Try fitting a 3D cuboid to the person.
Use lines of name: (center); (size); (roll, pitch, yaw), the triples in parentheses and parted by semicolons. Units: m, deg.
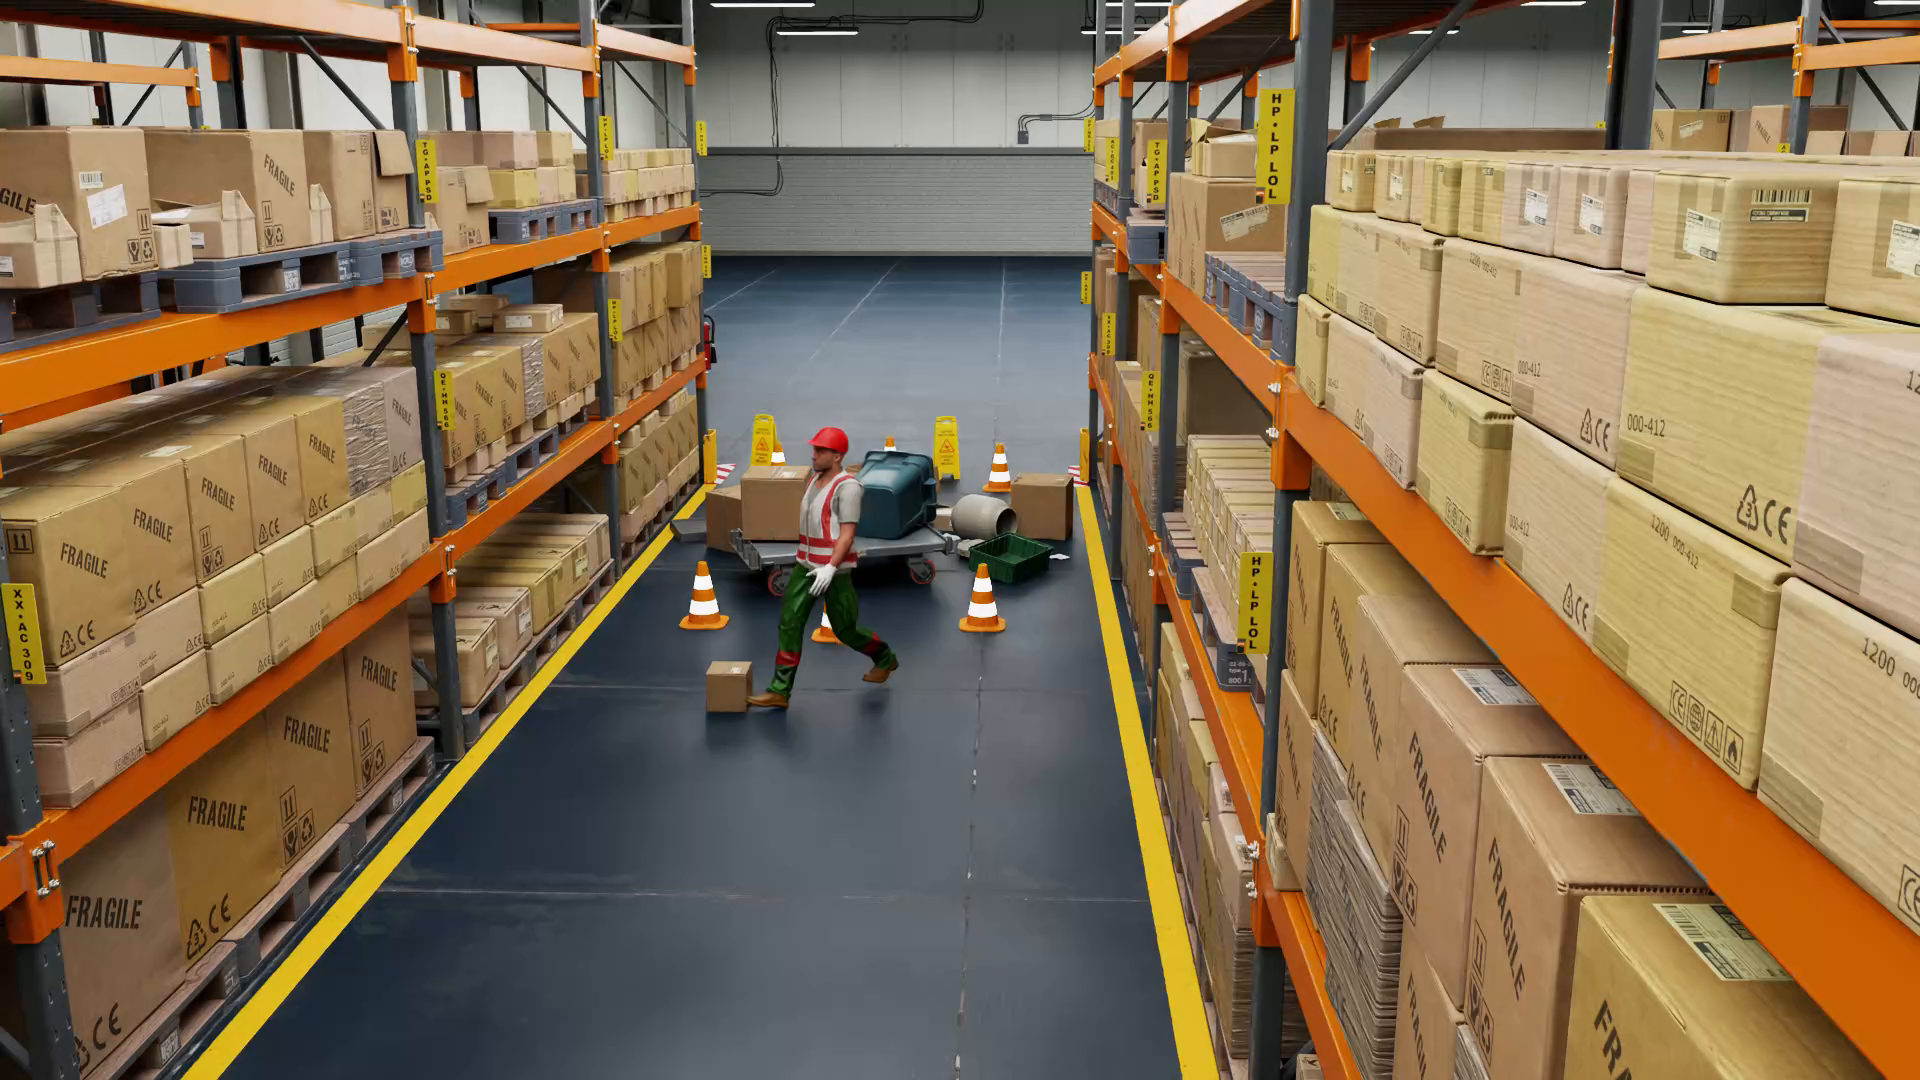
person: (-0.855, 0.174, 10.312); (1.040, 1.746, 0.536); (-13, 19, -42)
